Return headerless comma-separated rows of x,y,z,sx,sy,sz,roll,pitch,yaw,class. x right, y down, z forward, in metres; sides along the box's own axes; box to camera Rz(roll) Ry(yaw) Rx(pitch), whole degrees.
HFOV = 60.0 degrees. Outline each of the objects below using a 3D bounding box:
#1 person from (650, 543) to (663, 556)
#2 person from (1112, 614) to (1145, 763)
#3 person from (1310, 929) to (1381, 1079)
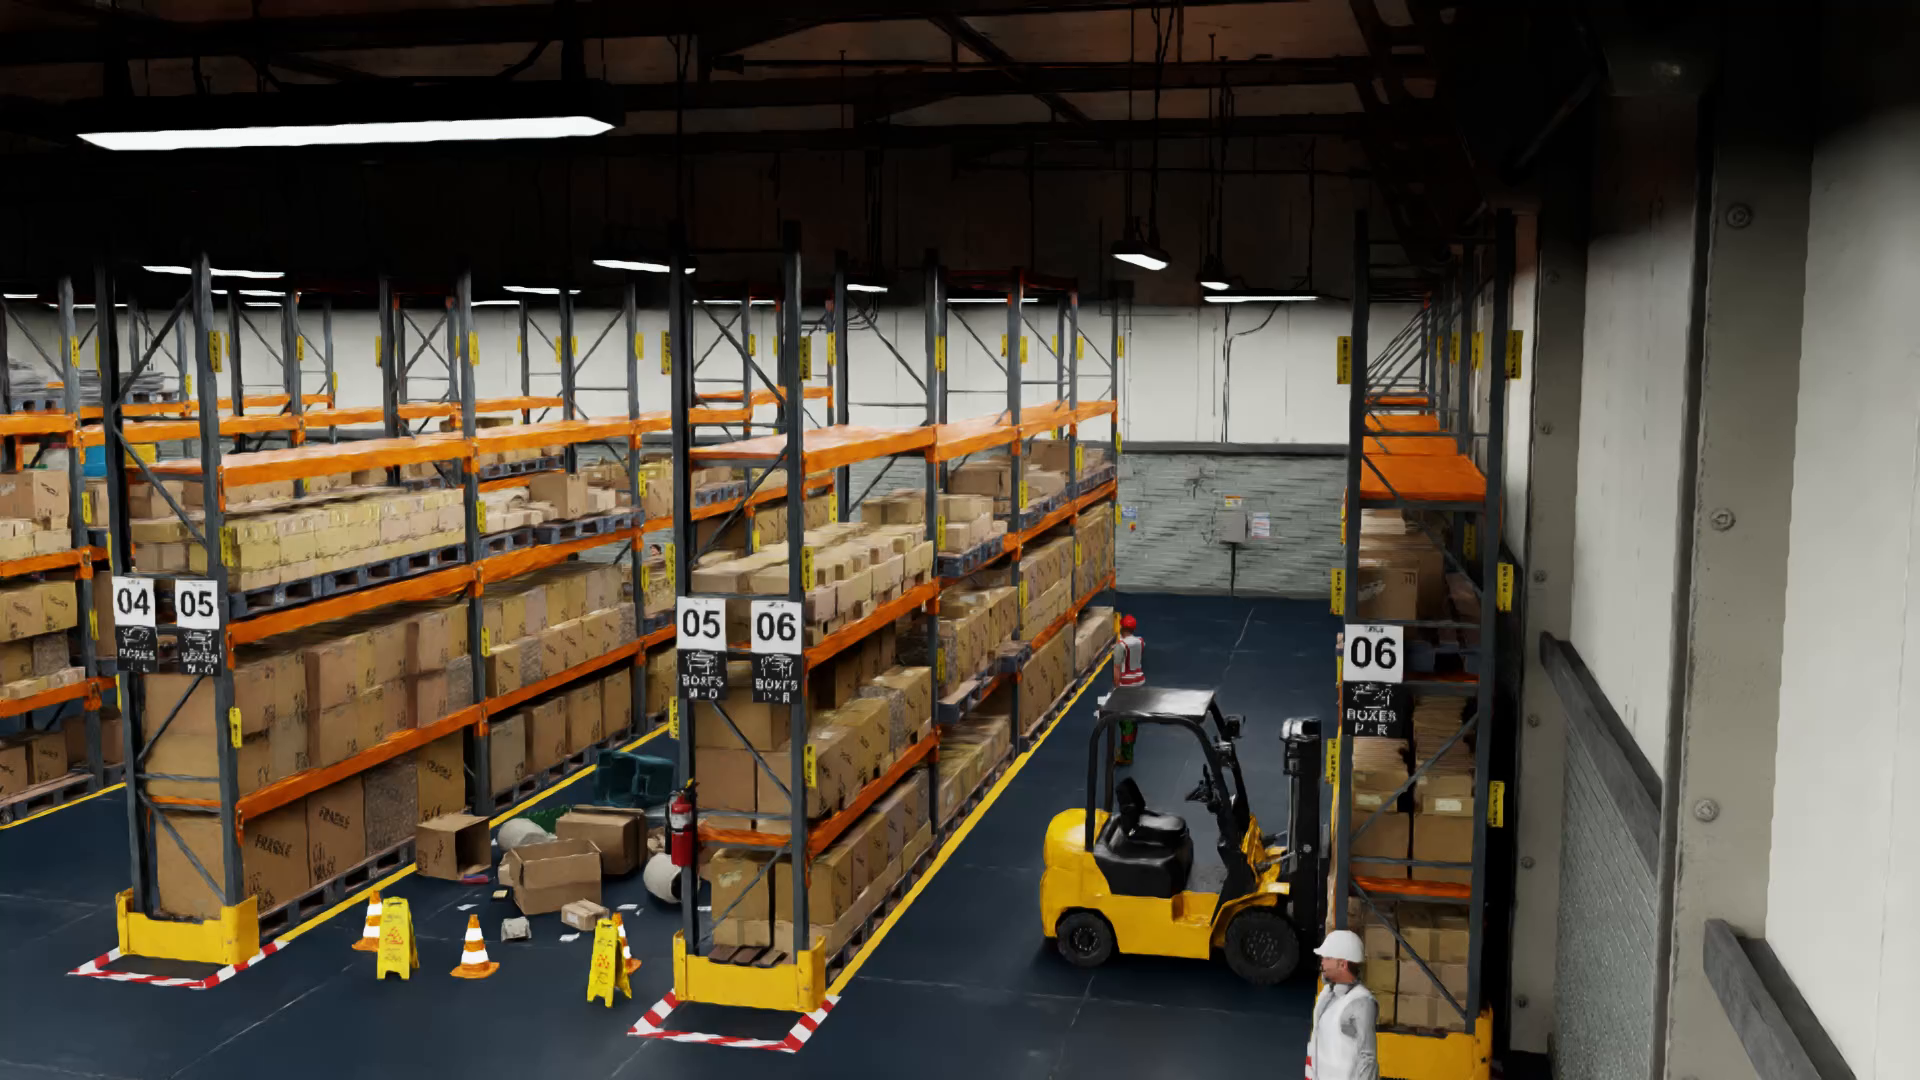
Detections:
-5.237,0.850,28.906,0.580,1.618,0.507,1,7,12,person
1.994,1.791,20.319,0.494,1.786,0.606,7,10,43,person
2.302,3.131,9.661,0.536,1.765,0.628,-2,7,-13,person
